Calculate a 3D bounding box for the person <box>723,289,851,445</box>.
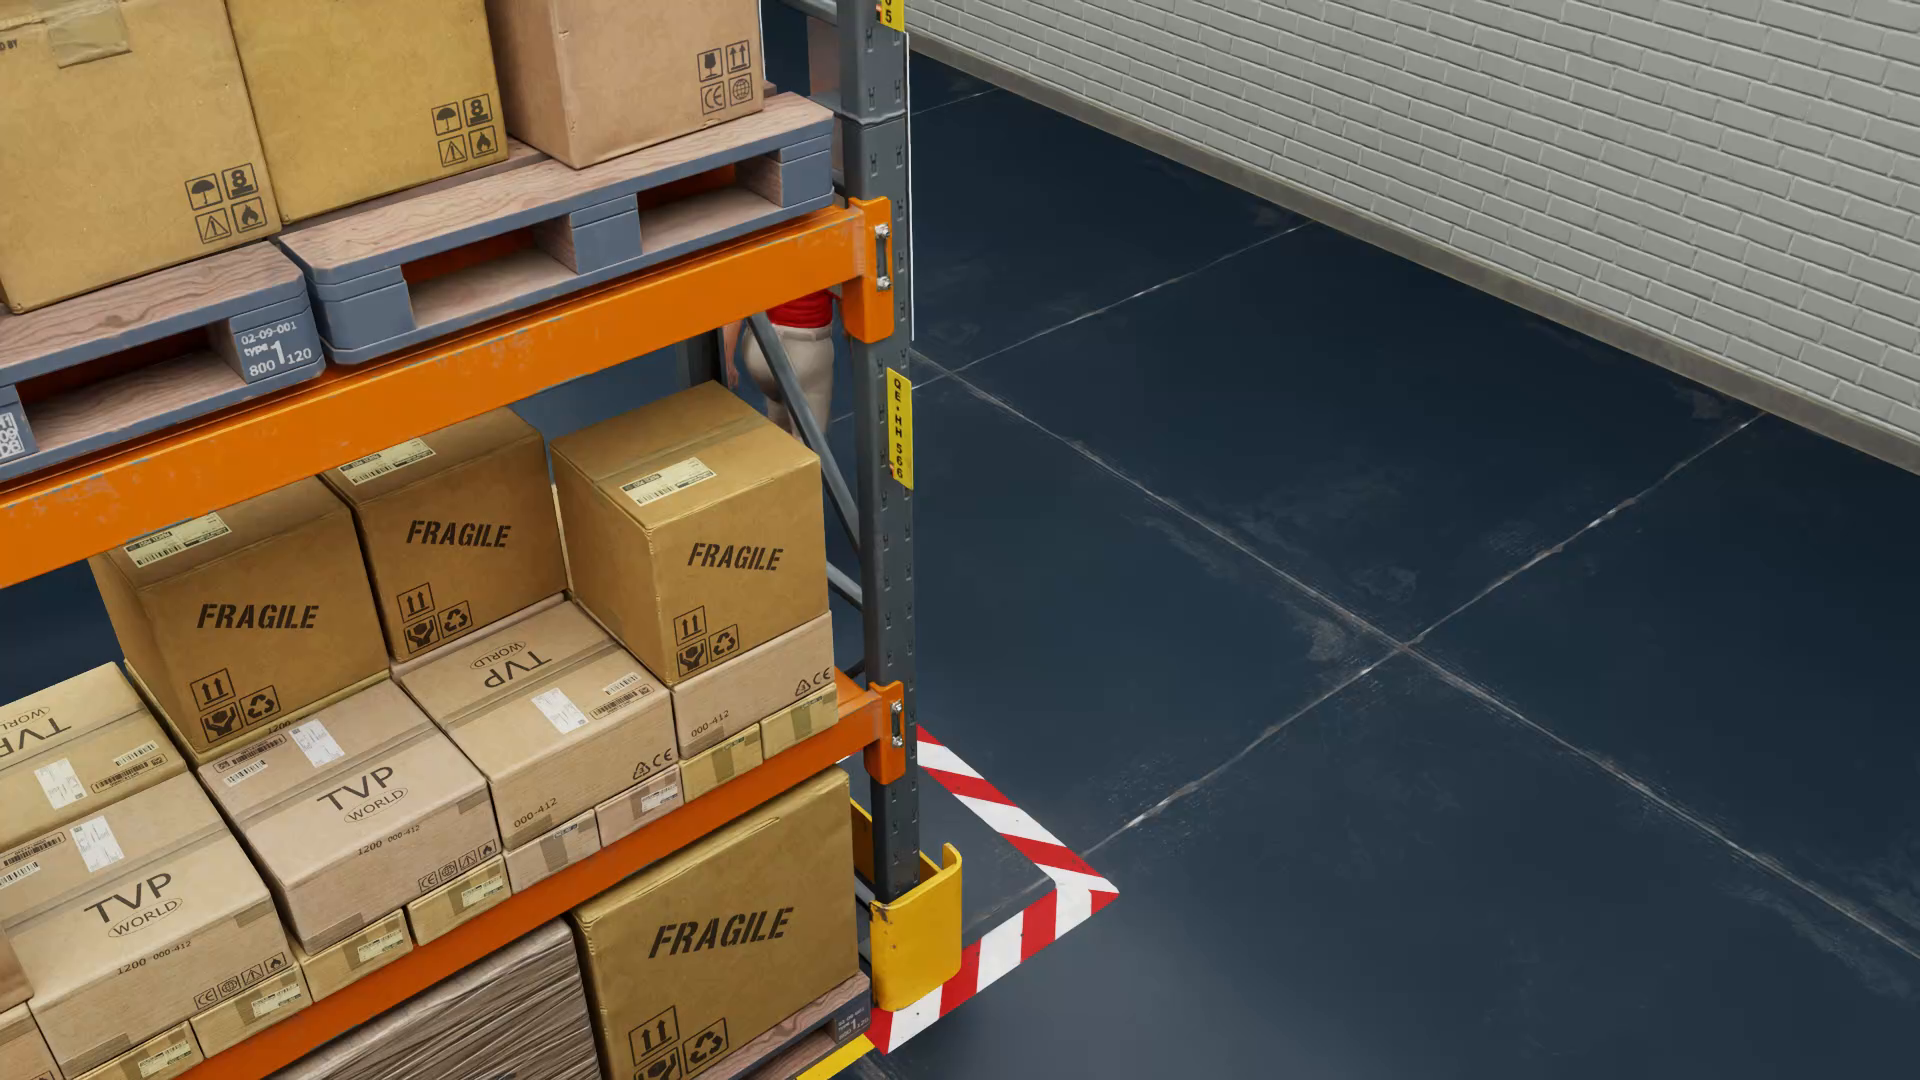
[{"bbox_3d":[-0.748,-0.825,7.334,0.580,1.663,1.095,6,36,9],"label":"person"}]
